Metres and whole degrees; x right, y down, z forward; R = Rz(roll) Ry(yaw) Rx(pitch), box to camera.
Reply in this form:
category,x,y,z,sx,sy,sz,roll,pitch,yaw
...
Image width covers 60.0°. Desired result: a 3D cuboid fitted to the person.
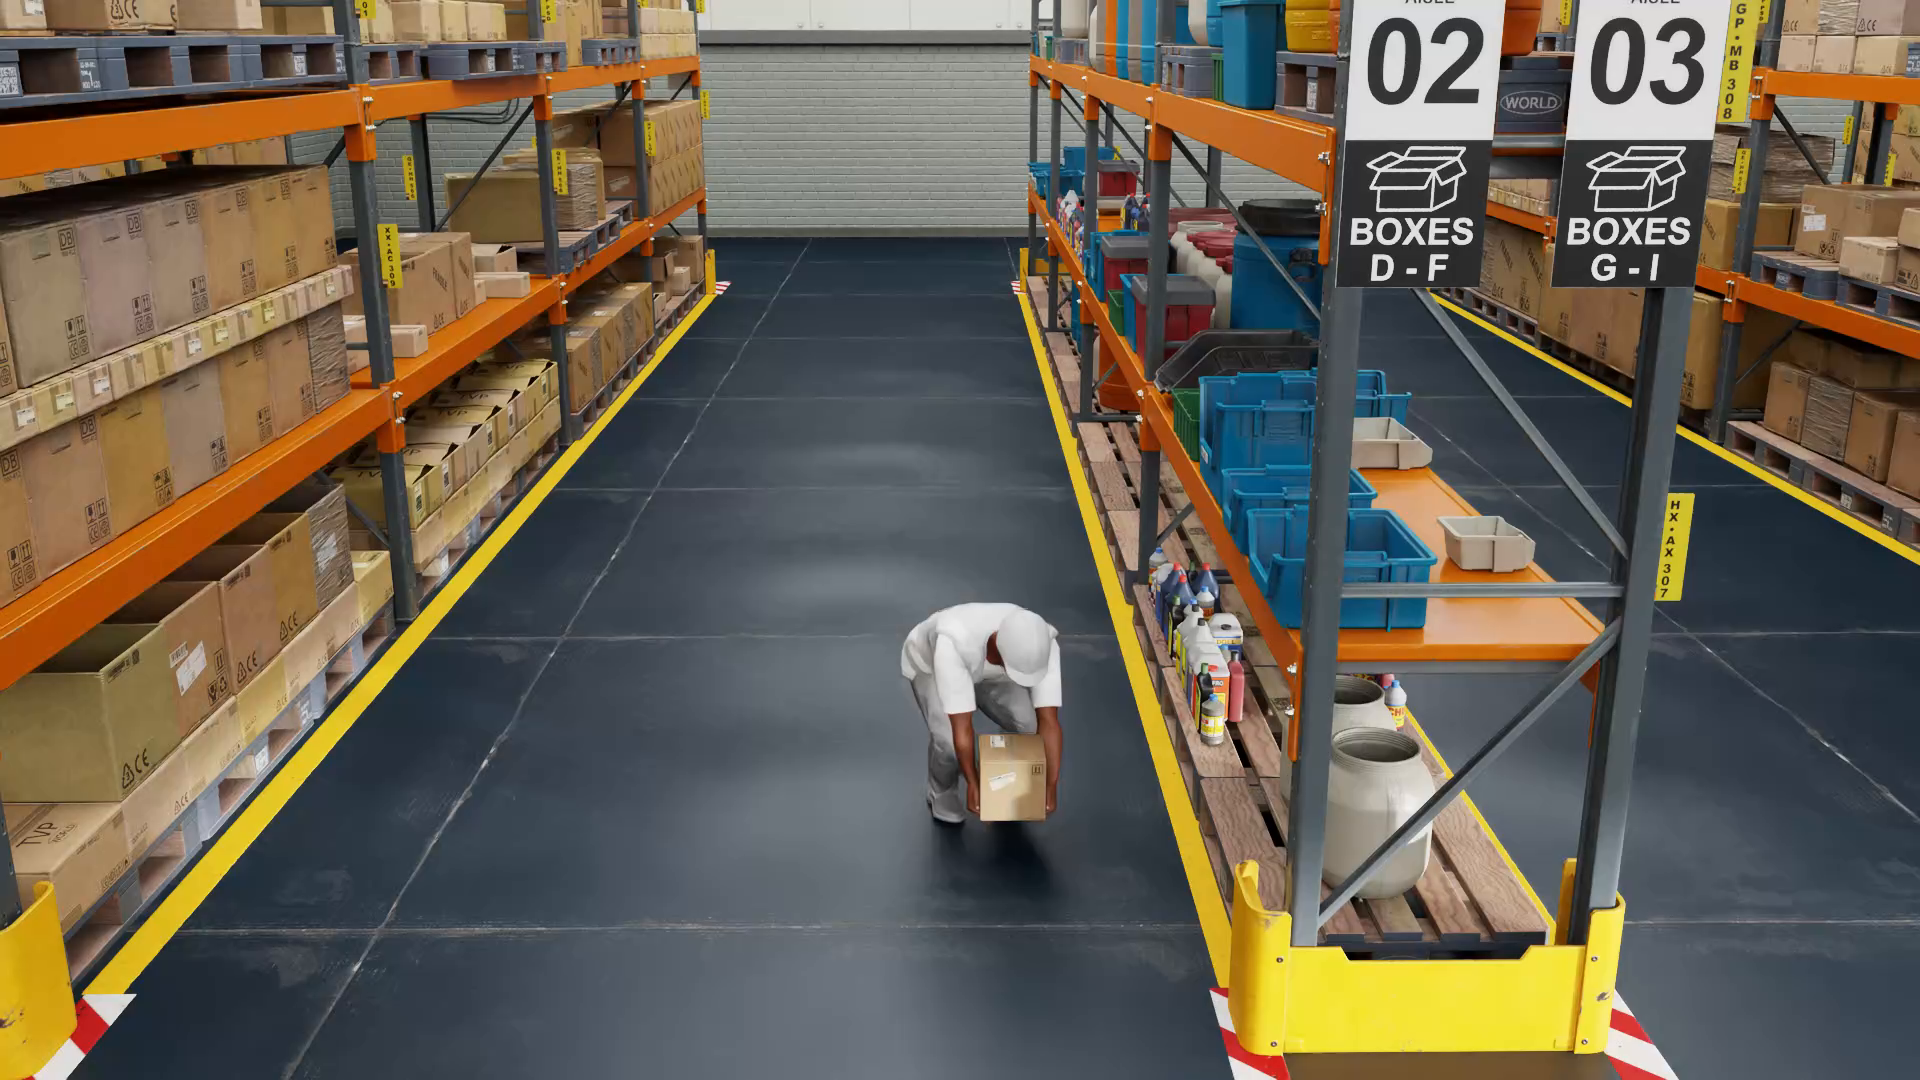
category,x,y,z,sx,sy,sz,roll,pitch,yaw
person,0.110,0.659,6.662,0.530,1.004,0.954,-7,18,-21
